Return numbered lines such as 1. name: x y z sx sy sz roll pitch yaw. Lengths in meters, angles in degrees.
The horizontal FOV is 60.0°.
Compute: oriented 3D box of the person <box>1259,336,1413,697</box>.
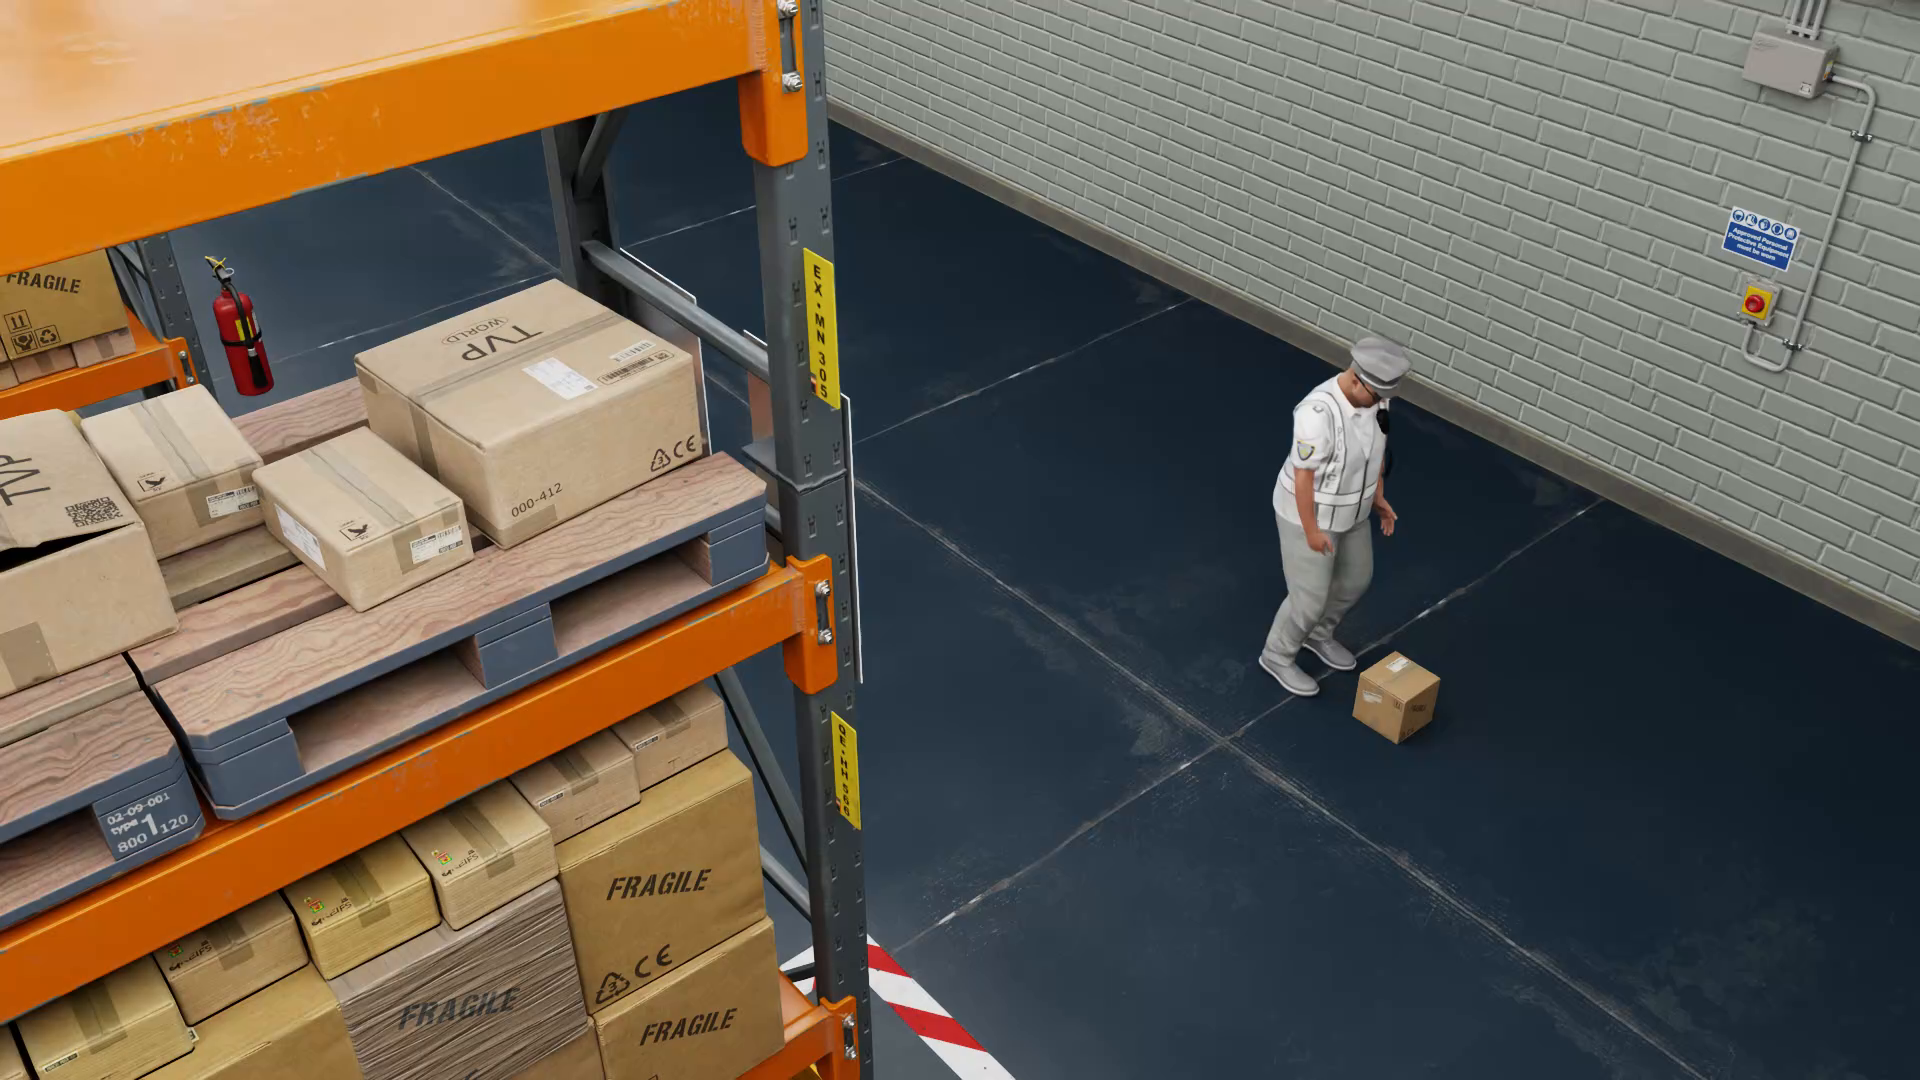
1. person: 1.636 -0.122 7.284 0.550 1.716 0.457 -25 43 -31
